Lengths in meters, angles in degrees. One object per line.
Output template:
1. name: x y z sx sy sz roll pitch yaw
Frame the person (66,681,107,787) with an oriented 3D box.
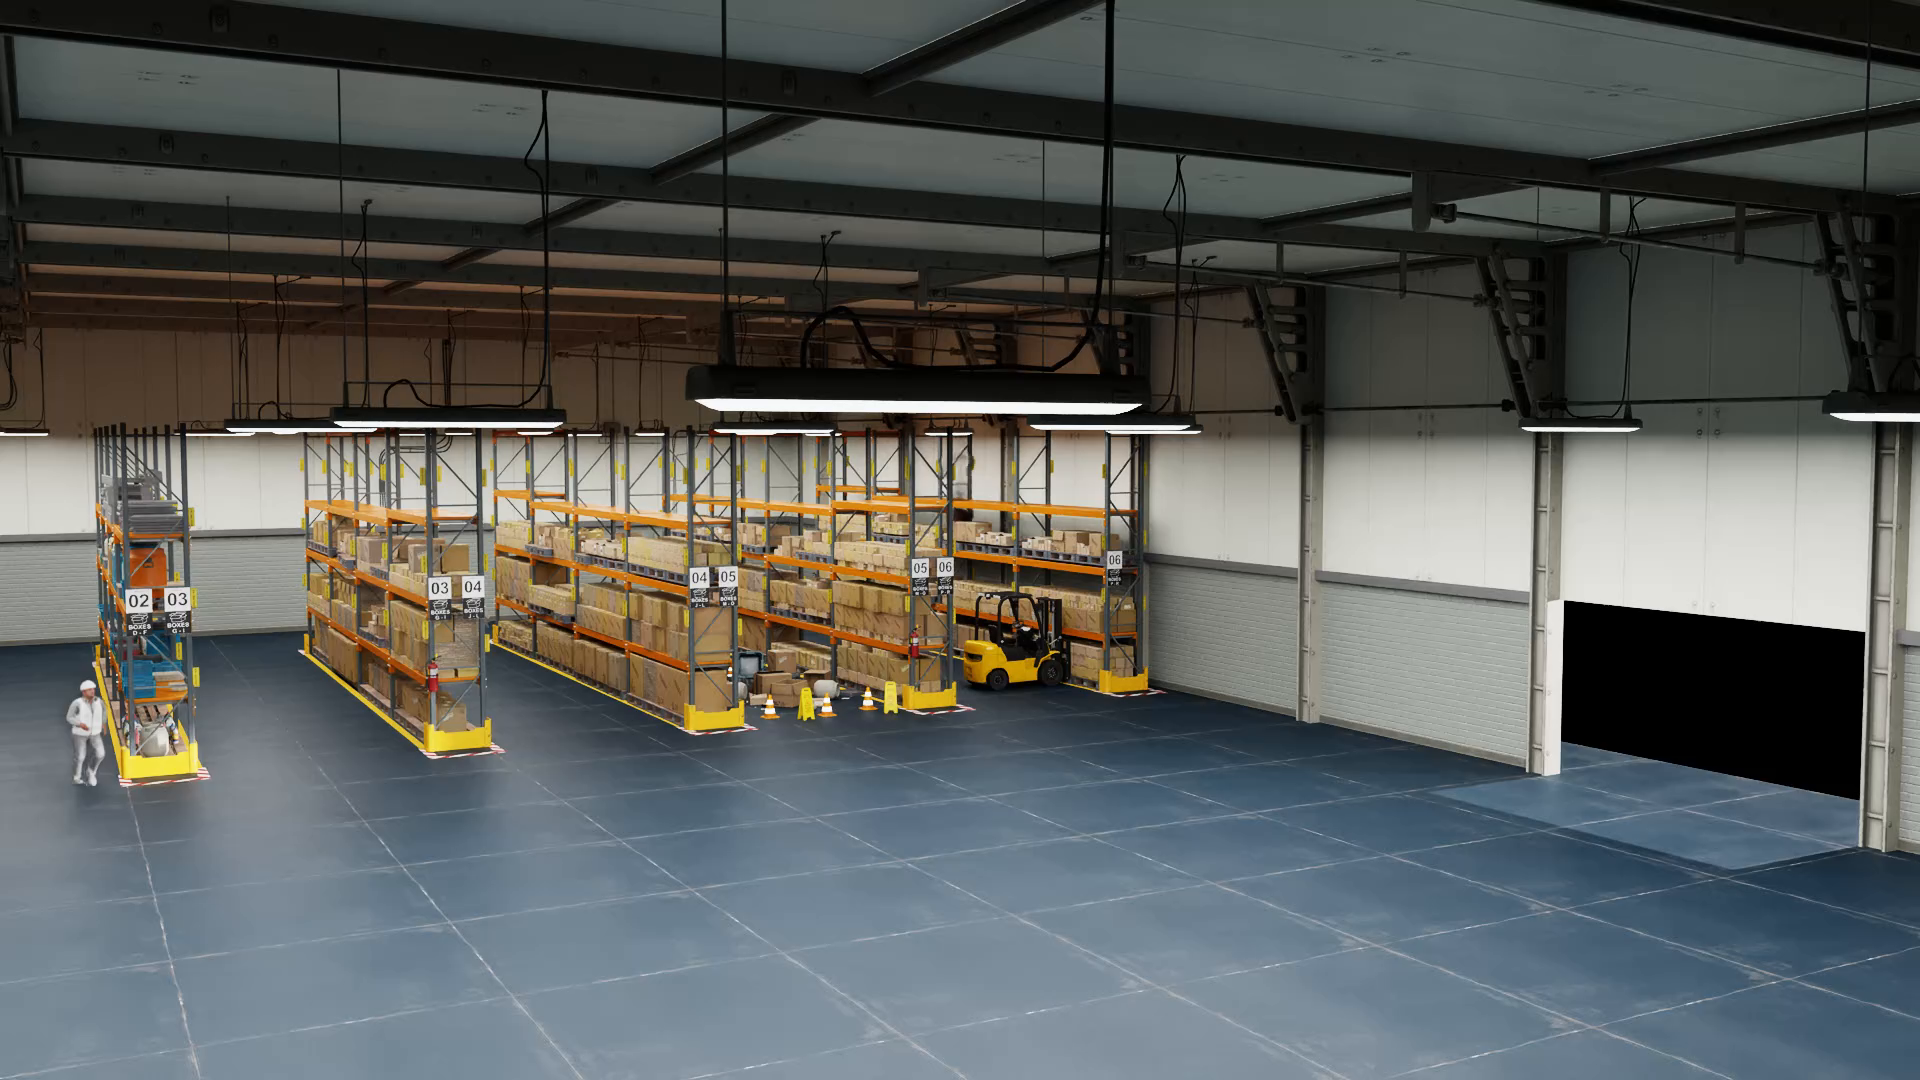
1. person: -14.342 3.191 27.399 0.669 1.761 0.712 3 5 40
